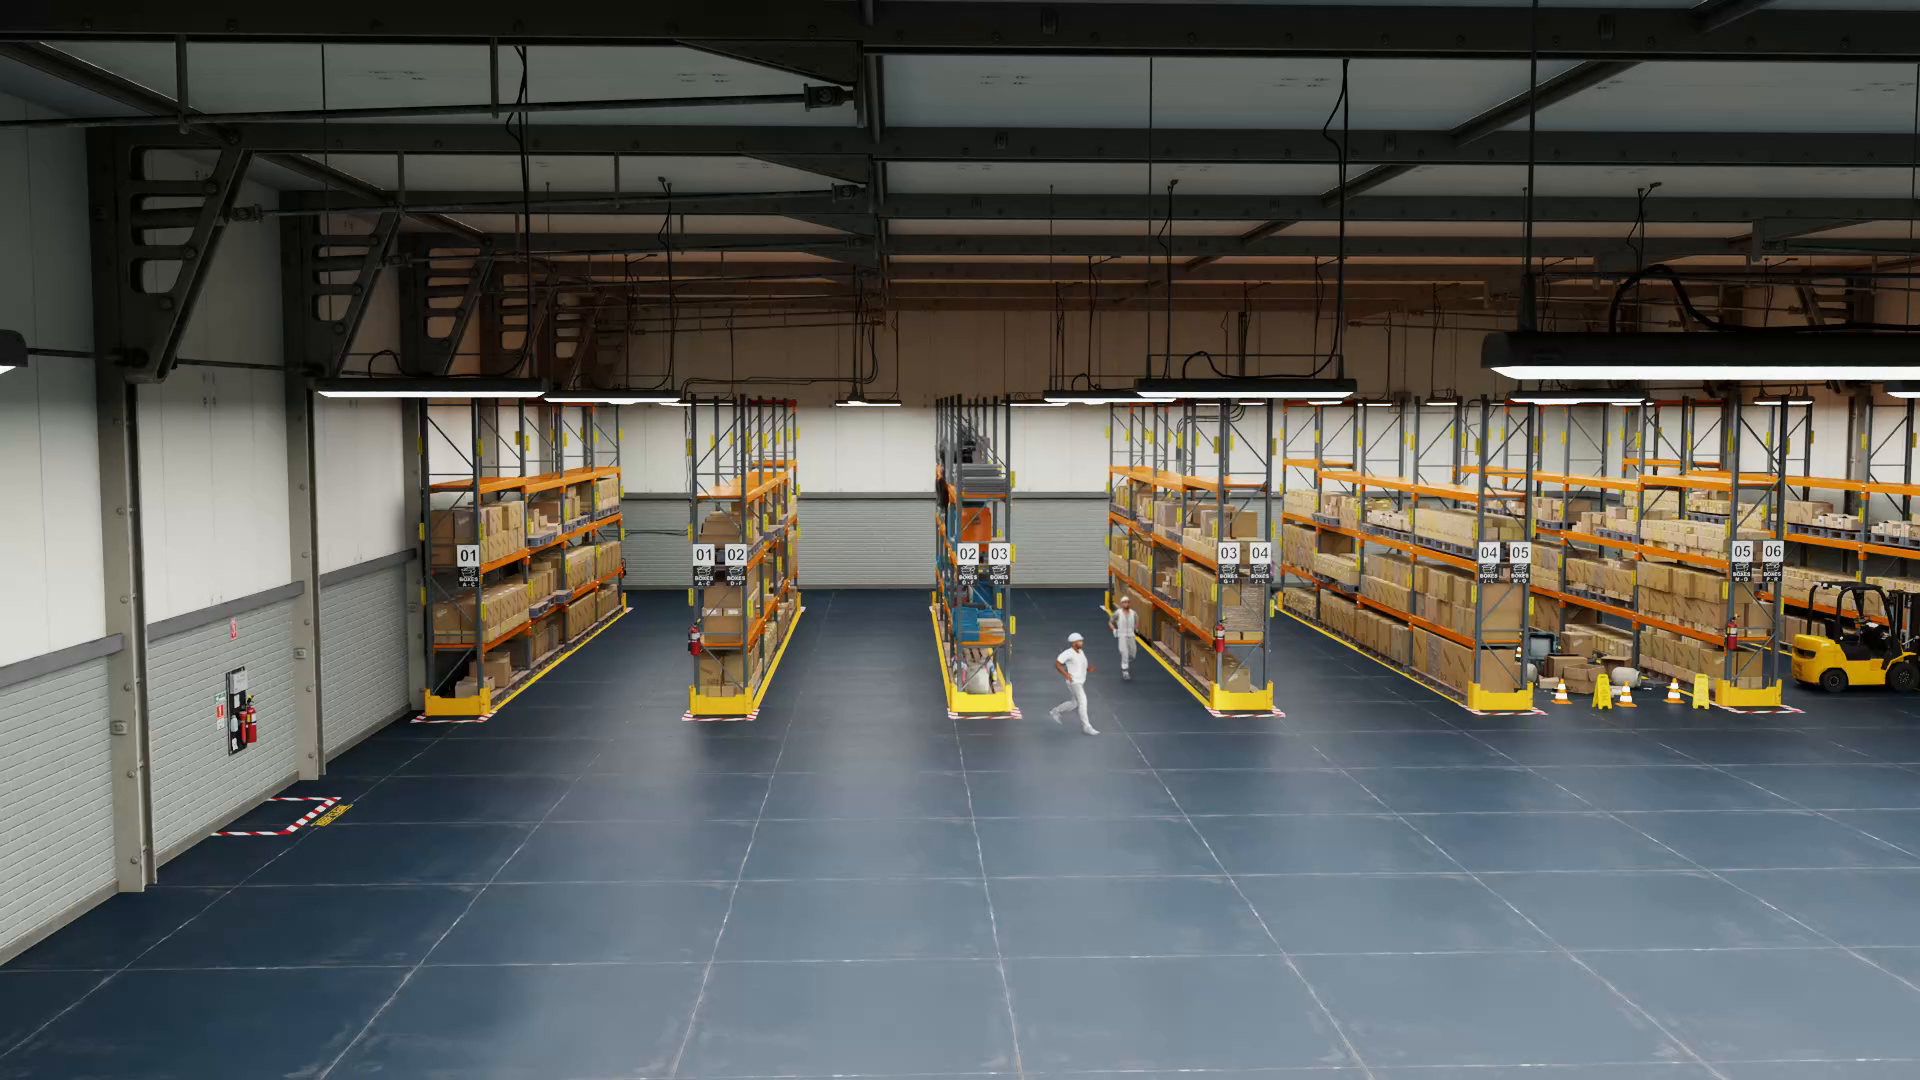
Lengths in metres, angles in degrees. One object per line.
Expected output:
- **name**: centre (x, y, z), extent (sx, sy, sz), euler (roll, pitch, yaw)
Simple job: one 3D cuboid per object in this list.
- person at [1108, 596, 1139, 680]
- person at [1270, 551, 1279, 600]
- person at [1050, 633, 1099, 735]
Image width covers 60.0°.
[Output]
- **person**: centre (3.506, 2.070, 35.351), extent (0.663, 1.748, 0.780), euler (-1, 5, -11)
- **person**: centre (9.067, 1.095, 48.721), extent (0.836, 1.593, 0.577), euler (-3, 6, -35)
- **person**: centre (2.026, 2.525, 29.398), extent (0.971, 1.773, 0.699), euler (2, 5, 25)
